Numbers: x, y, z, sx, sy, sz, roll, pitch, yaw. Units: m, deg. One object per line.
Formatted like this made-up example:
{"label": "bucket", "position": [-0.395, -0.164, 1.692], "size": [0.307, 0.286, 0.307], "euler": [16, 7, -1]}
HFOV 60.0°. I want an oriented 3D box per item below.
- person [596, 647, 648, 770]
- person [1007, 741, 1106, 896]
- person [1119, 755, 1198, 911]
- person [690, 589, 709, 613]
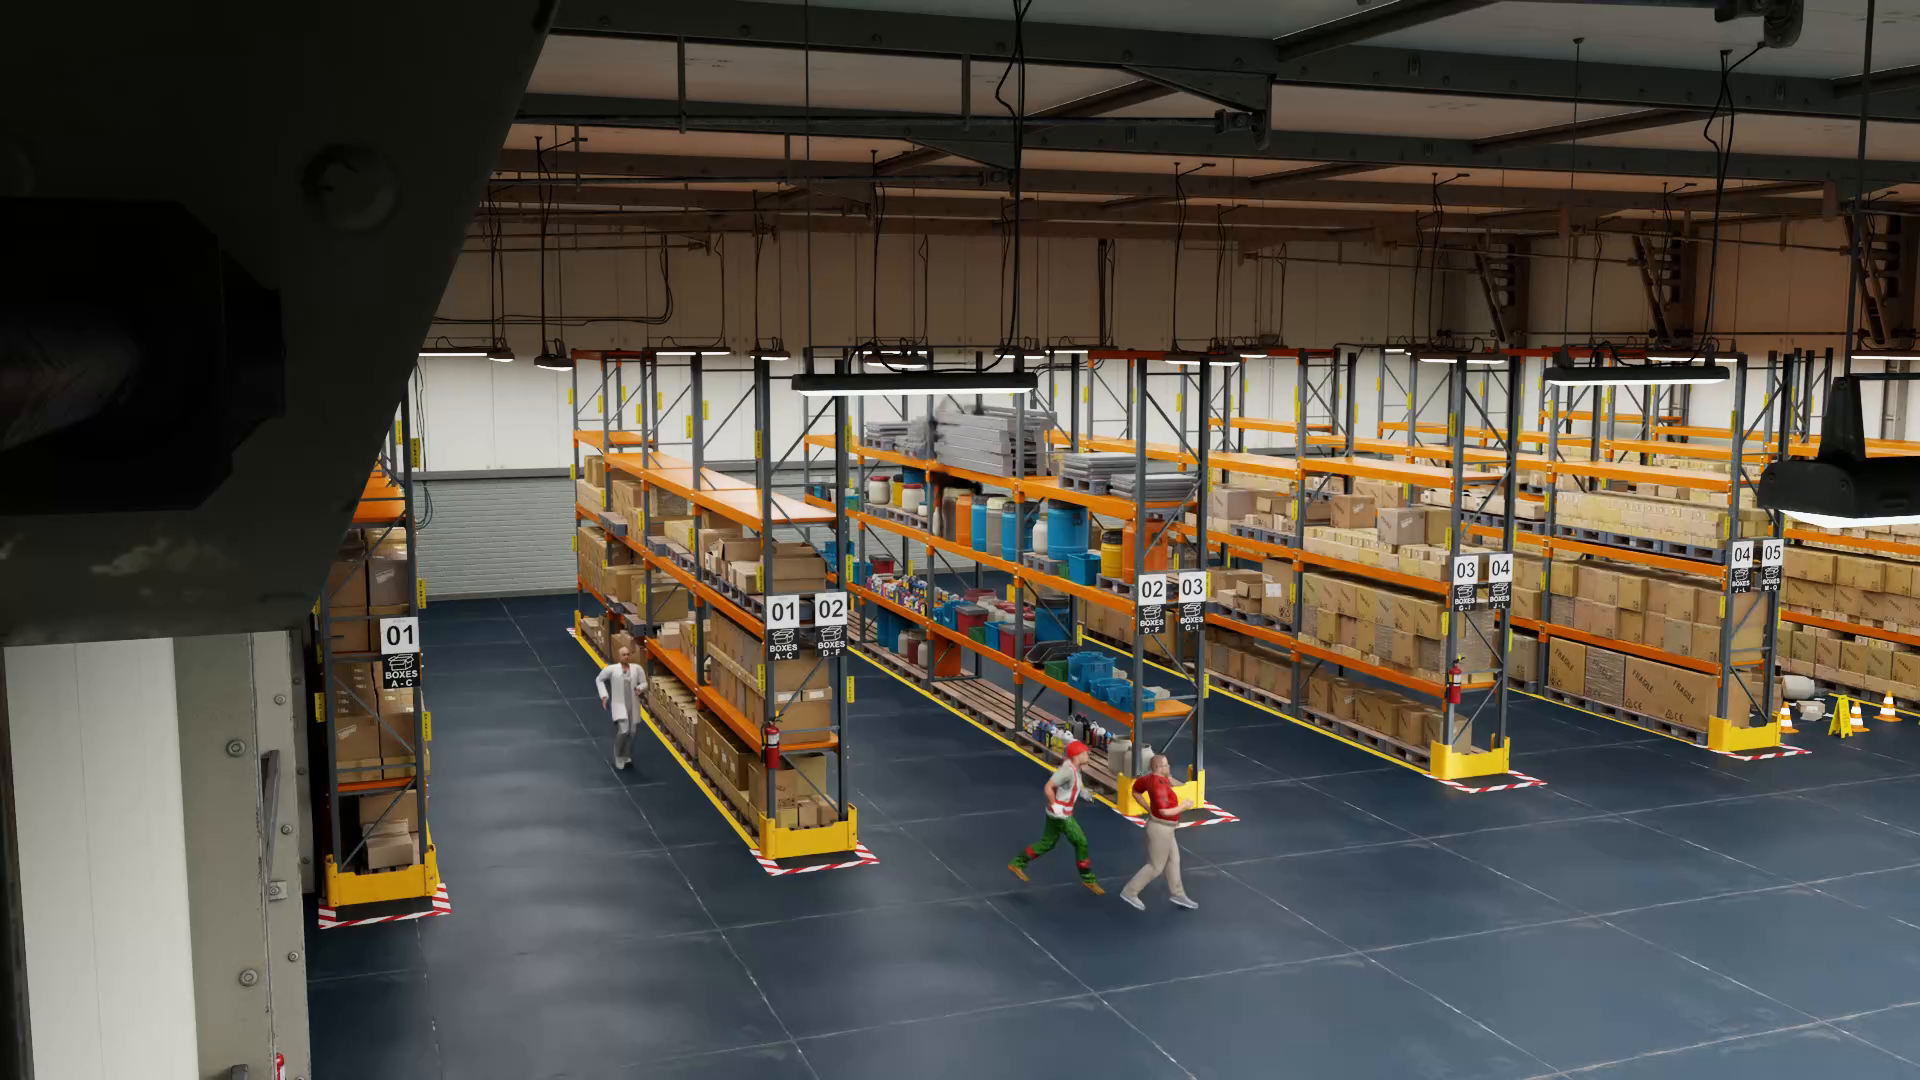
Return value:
{"label": "person", "position": [-4.872, 2.452, 24.218], "size": [0.684, 1.788, 0.761], "euler": [-4, 8, -31]}
{"label": "person", "position": [1.095, 3.132, 18.789], "size": [1.130, 1.780, 0.660], "euler": [0, 7, 2]}
{"label": "person", "position": [2.186, 3.206, 18.160], "size": [0.898, 1.752, 0.653], "euler": [0, 7, -2]}
{"label": "person", "position": [-5.472, 1.129, 34.931], "size": [0.658, 1.840, 0.749], "euler": [-4, 8, -31]}
